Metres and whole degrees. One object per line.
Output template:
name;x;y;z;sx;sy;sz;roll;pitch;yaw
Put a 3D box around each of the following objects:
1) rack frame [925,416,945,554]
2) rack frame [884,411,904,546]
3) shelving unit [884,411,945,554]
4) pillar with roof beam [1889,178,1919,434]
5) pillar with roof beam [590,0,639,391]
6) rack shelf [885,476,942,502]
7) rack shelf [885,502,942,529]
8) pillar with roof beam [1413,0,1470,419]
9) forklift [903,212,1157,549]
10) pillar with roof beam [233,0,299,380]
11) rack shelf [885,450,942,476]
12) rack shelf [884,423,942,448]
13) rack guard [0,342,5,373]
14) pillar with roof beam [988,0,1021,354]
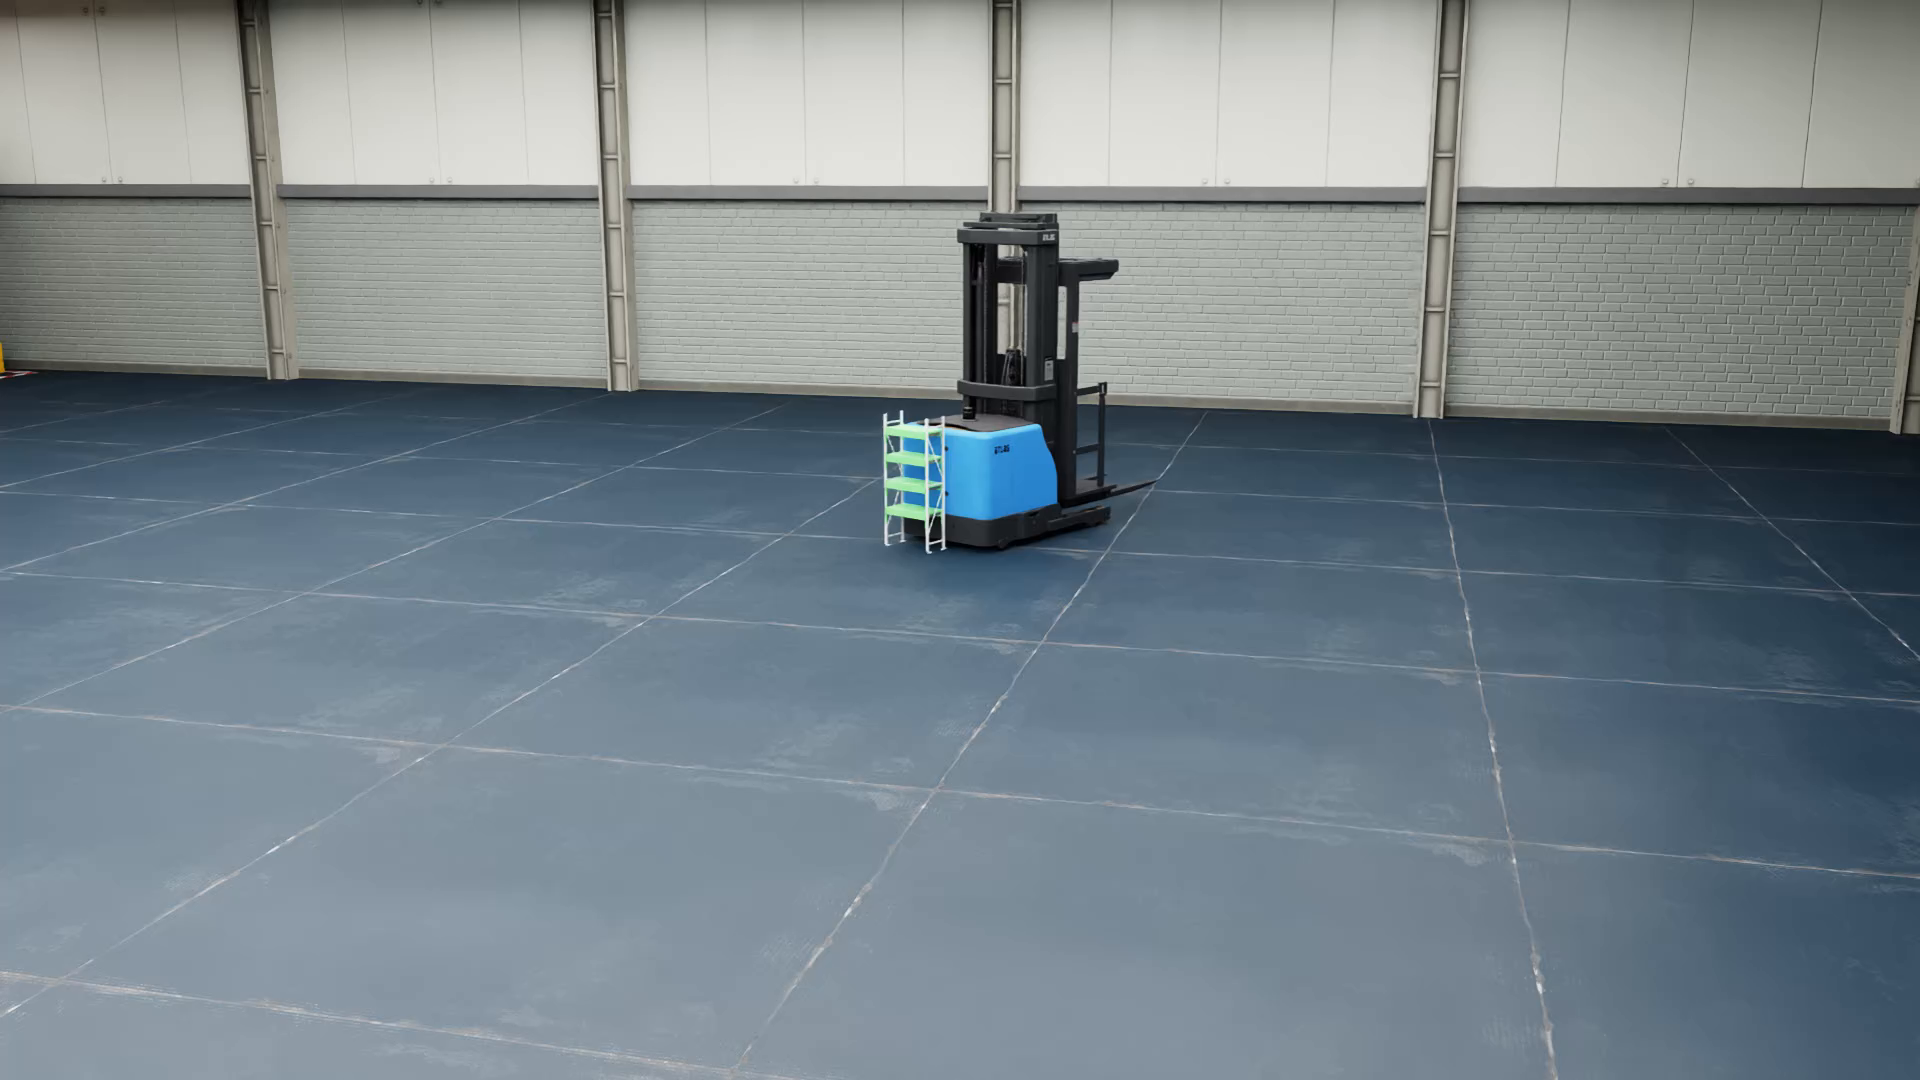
rack frame;-0.218;-0.484;14.663;0.015;1.200;0.240;10;16;38
rack frame;-0.595;-0.552;14.967;0.015;1.200;0.240;10;16;38
shelving unit;-0.407;-0.518;14.815;0.503;1.200;0.258;10;16;38
pillar with roof beam;11.243;-4.876;16.452;0.400;9.000;9.100;3;13;14
pillar with roof beam;-6.233;-5.810;20.662;0.400;9.000;9.100;3;13;14
rack shelf;-0.407;-0.456;14.829;0.480;0.148;0.258;10;16;38
rack shelf;-0.406;-0.221;14.881;0.480;0.148;0.258;10;16;38
pillar with roof beam;5.417;-5.187;17.855;0.400;9.000;9.100;3;13;14
forklift;0.794;-1.616;15.765;1.130;2.935;3.031;10;16;38
pillar with roof beam;-12.058;-6.122;22.066;0.400;9.000;9.100;3;13;14
rack shelf;-0.407;-0.690;14.777;0.480;0.148;0.258;10;16;38
rack shelf;-0.407;-0.924;14.725;0.480;0.148;0.258;10;16;38
rack guard;-16.369;-2.962;27.447;0.348;0.500;1.175;3;13;14
pillar with roof beam;-0.408;-5.499;19.259;0.400;9.000;9.100;3;13;14
